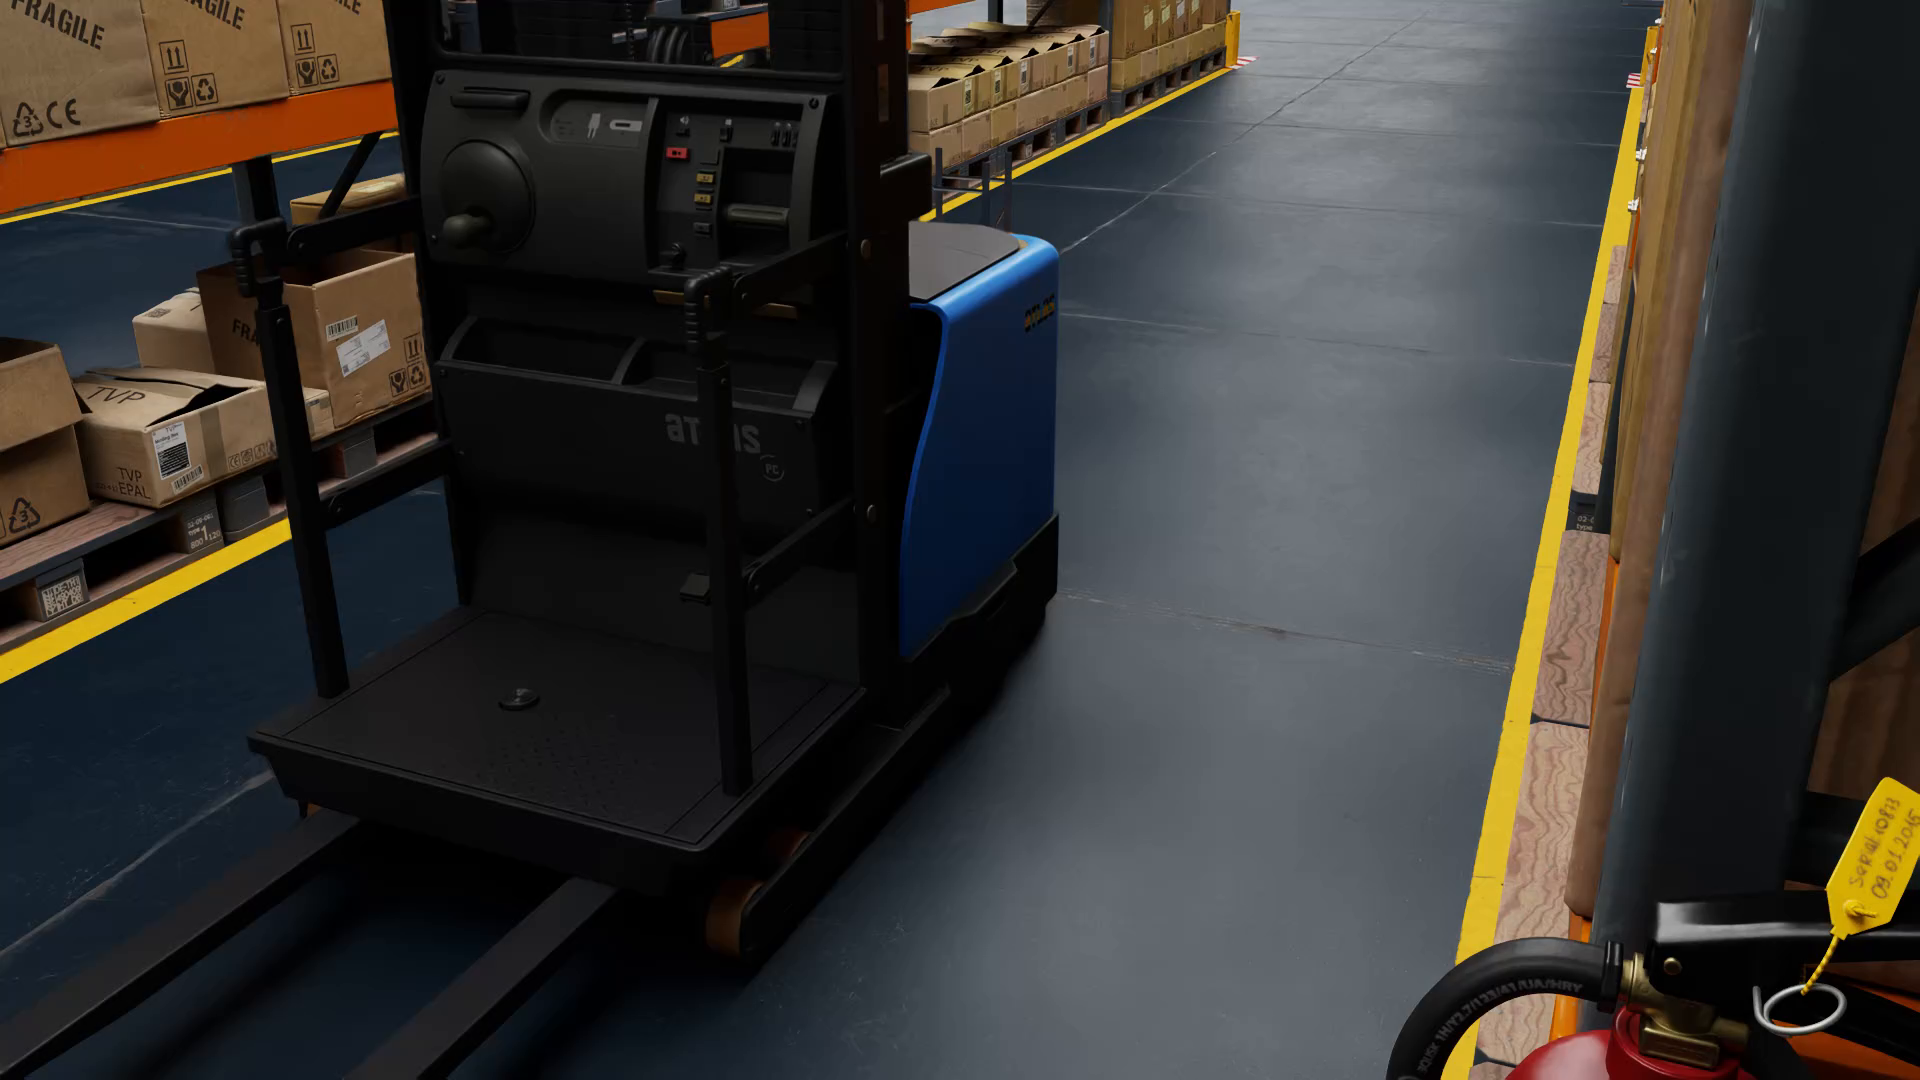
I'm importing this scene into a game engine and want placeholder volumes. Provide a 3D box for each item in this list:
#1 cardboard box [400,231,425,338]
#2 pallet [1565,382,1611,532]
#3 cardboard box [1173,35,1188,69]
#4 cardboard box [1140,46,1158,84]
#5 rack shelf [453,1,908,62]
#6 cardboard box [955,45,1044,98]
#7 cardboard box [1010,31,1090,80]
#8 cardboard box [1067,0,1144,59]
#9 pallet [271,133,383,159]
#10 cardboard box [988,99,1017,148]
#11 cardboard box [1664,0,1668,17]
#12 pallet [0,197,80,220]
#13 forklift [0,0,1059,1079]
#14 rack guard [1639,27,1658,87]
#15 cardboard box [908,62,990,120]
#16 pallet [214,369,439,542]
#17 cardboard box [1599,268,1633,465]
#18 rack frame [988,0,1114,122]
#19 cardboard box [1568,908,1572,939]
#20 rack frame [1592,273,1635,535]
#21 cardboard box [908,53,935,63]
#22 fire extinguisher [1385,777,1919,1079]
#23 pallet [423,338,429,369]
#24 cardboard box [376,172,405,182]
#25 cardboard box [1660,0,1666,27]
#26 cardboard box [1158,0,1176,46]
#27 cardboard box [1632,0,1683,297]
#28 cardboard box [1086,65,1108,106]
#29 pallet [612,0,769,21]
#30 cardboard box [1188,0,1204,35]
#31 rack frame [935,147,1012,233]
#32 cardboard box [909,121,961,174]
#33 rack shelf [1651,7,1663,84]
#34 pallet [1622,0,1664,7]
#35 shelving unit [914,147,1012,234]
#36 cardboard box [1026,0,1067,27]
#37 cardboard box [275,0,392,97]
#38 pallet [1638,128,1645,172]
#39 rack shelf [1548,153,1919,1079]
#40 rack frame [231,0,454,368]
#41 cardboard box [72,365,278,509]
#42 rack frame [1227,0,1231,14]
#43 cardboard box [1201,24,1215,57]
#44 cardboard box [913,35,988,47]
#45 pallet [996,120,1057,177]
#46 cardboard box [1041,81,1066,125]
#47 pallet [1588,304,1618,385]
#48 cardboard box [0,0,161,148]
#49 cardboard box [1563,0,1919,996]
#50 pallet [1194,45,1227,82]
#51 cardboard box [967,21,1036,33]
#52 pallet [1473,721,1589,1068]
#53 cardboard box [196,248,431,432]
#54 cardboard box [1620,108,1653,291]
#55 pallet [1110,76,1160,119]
[{"bbox_3d":[-1.860,-1.095,6.653,0.500,0.500,0.500,8,24,18],"label":"cardboard box"},{"bbox_3d":[2.551,-0.200,5.455,1.003,0.211,1.213,9,24,20],"label":"pallet"},{"bbox_3d":[1.720,-4.354,14.805,0.500,0.250,0.500,9,24,20],"label":"cardboard box"},{"bbox_3d":[1.350,-3.996,13.948,0.500,0.250,0.500,9,24,20],"label":"cardboard box"},{"bbox_3d":[-1.523,-2.291,7.777,1.077,0.370,4.000,9,24,20],"label":"rack shelf"},{"bbox_3d":[0.256,-3.224,11.371,0.500,0.311,0.500,8,24,19],"label":"cardboard box"},{"bbox_3d":[0.634,-3.581,12.227,0.500,0.311,0.500,9,24,22],"label":"cardboard box"},{"bbox_3d":[1.168,-4.163,13.373,0.500,0.500,0.500,9,24,20],"label":"cardboard box"},{"bbox_3d":[-5.054,-3.034,12.241,1.003,0.211,1.213,9,24,20],"label":"pallet"},{"bbox_3d":[0.060,-2.776,11.027,0.500,0.250,0.500,8,24,19],"label":"cardboard box"},{"bbox_3d":[2.828,-2.136,5.929,0.500,0.500,0.500,9,24,22],"label":"cardboard box"},{"bbox_3d":[-6.087,-2.040,9.859,1.003,0.211,1.213,9,24,20],"label":"pallet"},{"bbox_3d":[-0.773,-0.713,3.154,1.130,2.935,3.031,9,24,21],"label":"forklift"},{"bbox_3d":[6.764,-4.313,14.928,1.175,0.500,0.348,9,24,20],"label":"rack guard"},{"bbox_3d":[-0.126,-2.857,10.494,0.500,0.311,0.500,8,24,19],"label":"cardboard box"},{"bbox_3d":[-2.522,-0.375,5.874,1.003,0.211,1.213,9,24,20],"label":"pallet"},{"bbox_3d":[2.455,-0.653,5.165,0.750,0.750,0.750,9,24,21],"label":"cardboard box"},{"bbox_3d":[0.705,-4.770,12.779,1.000,3.000,0.127,9,24,20],"label":"rack frame"},{"bbox_3d":[1.388,0.567,2.698,0.700,0.500,0.500,8,24,18],"label":"cardboard box"},{"bbox_3d":[2.335,-1.200,4.230,1.000,3.000,0.127,9,24,20],"label":"rack frame"},{"bbox_3d":[-0.437,-3.113,11.105,0.500,0.311,0.500,9,24,20],"label":"cardboard box"},{"bbox_3d":[0.364,0.427,0.919,0.296,0.674,0.183,9,24,20],"label":"fire extinguisher"},{"bbox_3d":[-1.999,-0.917,7.172,1.003,0.211,1.213,9,24,20],"label":"pallet"},{"bbox_3d":[-2.157,-1.350,7.264,0.500,0.500,0.500,9,24,20],"label":"cardboard box"},{"bbox_3d":[3.204,-2.268,7.088,0.380,0.149,0.250,10,25,22],"label":"cardboard box"},{"bbox_3d":[1.540,-4.520,14.230,0.500,0.500,0.500,9,24,20],"label":"cardboard box"},{"bbox_3d":[1.581,-0.624,2.463,0.980,0.700,0.700,8,24,17],"label":"cardboard box"},{"bbox_3d":[0.821,-3.505,12.773,0.500,0.250,0.500,9,24,20],"label":"cardboard box"},{"bbox_3d":[-1.498,-2.554,7.721,1.003,0.211,1.213,9,24,20],"label":"pallet"},{"bbox_3d":[1.911,-4.878,15.087,0.500,0.500,0.500,9,24,20],"label":"cardboard box"},{"bbox_3d":[0.039,-0.592,5.110,0.240,1.200,0.006,9,24,20],"label":"rack frame"},{"bbox_3d":[-0.313,-2.409,10.149,0.500,0.250,0.500,9,24,20],"label":"cardboard box"},{"bbox_3d":[4.563,-3.015,9.509,1.077,0.370,4.000,9,24,20],"label":"rack shelf"},{"bbox_3d":[3.986,-2.813,8.341,1.213,0.211,1.003,9,24,20],"label":"pallet"},{"bbox_3d":[0.005,-0.559,5.031,0.258,1.200,0.189,9,24,20],"label":"shelving unit"},{"bbox_3d":[0.871,-4.416,13.980,0.500,0.500,0.500,9,24,20],"label":"cardboard box"},{"bbox_3d":[-2.214,-1.738,5.390,0.500,0.500,0.500,9,24,21],"label":"cardboard box"},{"bbox_3d":[5.018,-2.497,10.954,1.003,0.211,1.213,9,24,20],"label":"pallet"},{"bbox_3d":[1.592,-0.152,2.656,1.077,0.370,4.000,9,24,20],"label":"rack shelf"},{"bbox_3d":[-2.266,-1.908,5.925,1.000,3.000,0.127,9,24,20],"label":"rack frame"},{"bbox_3d":[-2.493,-0.357,5.131,0.500,0.311,0.500,9,24,20],"label":"cardboard box"},{"bbox_3d":[2.191,-6.202,16.206,1.000,3.000,0.127,9,24,20],"label":"rack frame"},{"bbox_3d":[2.092,-4.712,15.661,0.500,0.250,0.500,9,24,20],"label":"cardboard box"},{"bbox_3d":[-0.061,-3.478,11.980,0.500,0.311,0.500,8,24,18],"label":"cardboard box"},{"bbox_3d":[0.016,-2.776,11.623,1.003,0.211,1.213,9,24,20],"label":"pallet"},{"bbox_3d":[0.441,-3.142,11.902,0.500,0.250,0.500,9,24,21],"label":"cardboard box"},{"bbox_3d":[3.003,-0.638,6.503,1.003,0.211,1.213,9,24,20],"label":"pallet"},{"bbox_3d":[-2.592,-1.369,4.506,0.500,0.500,0.500,9,24,21],"label":"cardboard box"},{"bbox_3d":[1.029,-0.091,1.186,0.980,0.700,0.700,10,25,22],"label":"cardboard box"},{"bbox_3d":[1.946,-4.635,16.074,1.003,0.211,1.213,9,24,20],"label":"pallet"},{"bbox_3d":[0.321,-3.842,12.851,0.500,0.311,0.500,9,24,20],"label":"cardboard box"},{"bbox_3d":[1.528,0.786,3.094,1.003,0.211,1.213,9,24,20],"label":"pallet"},{"bbox_3d":[-2.214,-0.713,5.737,0.500,0.500,0.500,9,24,20],"label":"cardboard box"},{"bbox_3d":[3.094,-1.276,6.657,0.750,0.750,0.750,9,24,20],"label":"cardboard box"},{"bbox_3d":[1.040,-3.762,13.983,1.003,0.211,1.213,9,24,20],"label":"pallet"}]
